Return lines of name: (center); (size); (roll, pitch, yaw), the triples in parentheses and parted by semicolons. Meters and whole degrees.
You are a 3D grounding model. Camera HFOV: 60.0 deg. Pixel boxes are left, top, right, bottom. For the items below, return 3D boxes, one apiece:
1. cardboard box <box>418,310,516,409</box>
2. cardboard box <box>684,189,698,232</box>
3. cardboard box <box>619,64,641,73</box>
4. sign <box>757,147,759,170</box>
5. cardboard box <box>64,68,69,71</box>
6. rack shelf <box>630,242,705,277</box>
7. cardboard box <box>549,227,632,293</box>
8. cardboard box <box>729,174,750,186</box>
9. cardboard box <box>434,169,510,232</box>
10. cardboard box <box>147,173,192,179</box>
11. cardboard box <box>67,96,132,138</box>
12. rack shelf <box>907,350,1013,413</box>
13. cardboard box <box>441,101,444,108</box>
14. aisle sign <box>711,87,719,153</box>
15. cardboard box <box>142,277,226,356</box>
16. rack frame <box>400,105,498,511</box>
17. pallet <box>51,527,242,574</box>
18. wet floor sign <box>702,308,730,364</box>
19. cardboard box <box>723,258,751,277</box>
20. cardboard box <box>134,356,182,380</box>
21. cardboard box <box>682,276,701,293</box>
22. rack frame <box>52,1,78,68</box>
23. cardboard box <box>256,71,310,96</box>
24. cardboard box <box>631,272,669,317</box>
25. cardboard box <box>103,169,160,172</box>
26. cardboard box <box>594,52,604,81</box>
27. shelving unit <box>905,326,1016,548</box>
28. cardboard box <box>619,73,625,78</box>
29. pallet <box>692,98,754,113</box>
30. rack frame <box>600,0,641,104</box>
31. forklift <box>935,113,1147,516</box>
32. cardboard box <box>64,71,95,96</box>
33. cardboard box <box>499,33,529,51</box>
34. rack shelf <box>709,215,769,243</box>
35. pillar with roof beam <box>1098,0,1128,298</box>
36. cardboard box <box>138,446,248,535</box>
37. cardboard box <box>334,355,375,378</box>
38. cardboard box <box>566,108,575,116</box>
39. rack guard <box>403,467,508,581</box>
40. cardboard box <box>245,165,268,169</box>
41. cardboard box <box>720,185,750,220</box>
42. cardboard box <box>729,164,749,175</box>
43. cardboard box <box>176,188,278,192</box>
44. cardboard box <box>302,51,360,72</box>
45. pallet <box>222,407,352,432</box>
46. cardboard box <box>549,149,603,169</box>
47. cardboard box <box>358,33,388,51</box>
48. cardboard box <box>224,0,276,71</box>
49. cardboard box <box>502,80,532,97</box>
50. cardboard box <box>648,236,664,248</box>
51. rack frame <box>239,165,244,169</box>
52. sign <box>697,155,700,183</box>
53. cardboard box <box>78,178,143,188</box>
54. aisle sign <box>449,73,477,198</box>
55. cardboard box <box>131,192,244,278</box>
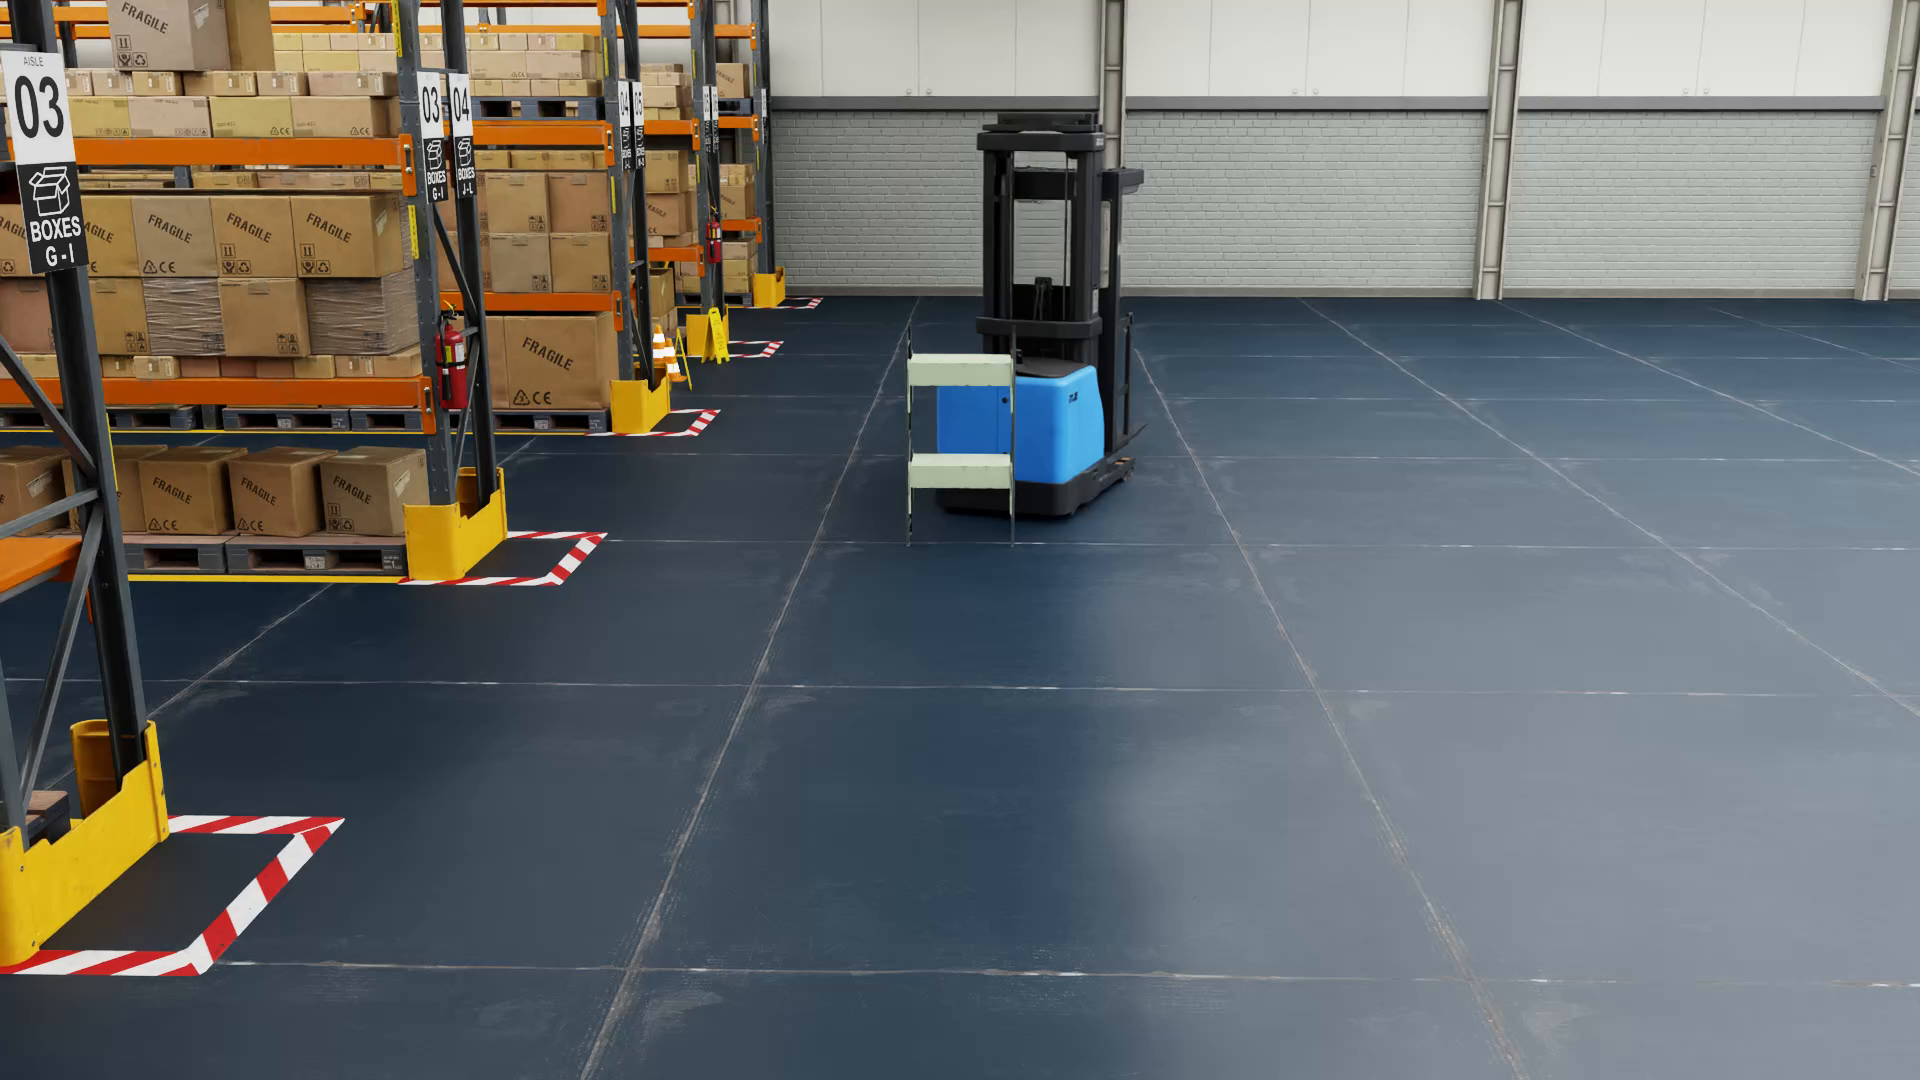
cardboard box: (-4.679, -1.767, 15.999); (0.875, 0.875, 0.875); (0, 15, 1)
cardboard box: (-3.560, -4.127, 20.825); (0.500, 0.500, 0.500); (0, 15, 1)
cardboard box: (-5.025, -6.865, 24.880); (0.637, 0.503, 0.797); (1, 15, 3)
sign: (-2.999, -5.663, 24.692); (0.005, 0.325, 0.100); (0, 15, 1)
cardboard box: (-8.358, -4.206, 15.295); (0.500, 0.250, 0.500); (0, 15, 1)
rack shelf: (-5.093, -3.527, 20.737); (4.000, 0.370, 1.077); (0, 15, 1)
cardboard box: (-3.491, -2.662, 15.755); (0.550, 0.550, 0.875); (0, 15, 1)
cardboard box: (-3.325, -5.420, 25.036); (0.250, 0.149, 0.380); (1, 15, 2)
cardboard box: (-4.598, -3.224, 15.768); (0.550, 0.550, 0.875); (0, 15, 1)
cardboard box: (-9.595, -4.243, 20.441); (0.500, 0.500, 0.500); (1, 15, 2)
cardboard box: (-5.350, -2.660, 10.457); (0.500, 0.250, 0.500); (0, 15, 0)
rack shelf: (0.007, -1.102, 11.549); (0.720, 0.370, 0.431); (0, 15, 1)
cardboard box: (-6.144, -5.335, 20.014); (0.500, 0.250, 0.500); (0, 15, 1)
aisle sign: (-3.024, -5.197, 20.562); (0.004, 0.787, 0.394); (0, 15, 1)
cardboard box: (-4.898, -1.524, 10.957); (0.500, 0.500, 0.875); (0, 15, 1)
rack frame: (-3.347, -1.334, 11.017); (0.127, 3.000, 1.000); (0, 15, 1)
pallet: (-5.451, -0.009, 11.461); (1.213, 0.211, 1.003); (0, 15, 1)
wet floor sign: (-2.931, -2.449, 19.857); (0.232, 0.644, 0.267); (6, 16, 21)
cardboard box: (-3.465, -4.166, 25.337); (0.500, 0.250, 0.500); (0, 15, 1)
cardboard box: (-5.139, -1.145, 10.792); (0.250, 0.149, 0.380); (0, 15, 1)
cardboard box: (-3.946, -3.929, 25.418); (0.500, 0.250, 0.500); (0, 15, 1)
rack frame: (-11.091, -6.814, 20.028); (0.127, 3.000, 1.000); (0, 15, 1)
cardboard box: (-4.166, -2.832, 10.328); (0.250, 0.149, 0.380); (0, 15, -1)
cardboard box: (-3.902, -3.036, 20.565); (0.500, 0.500, 0.500); (0, 15, 2)
cardboard box: (-12.605, -5.396, 25.386); (0.637, 0.503, 0.797); (0, 15, 0)
cardboard box: (-3.595, -4.440, 15.601); (0.500, 0.250, 0.500); (0, 15, 1)
shelving unit: (0.007, -0.725, 11.649); (0.755, 1.500, 0.431); (0, 15, 1)
cardboard box: (-3.952, -5.511, 19.898); (0.250, 0.149, 0.380); (0, 15, 1)
pallet: (-3.677, -6.546, 25.065); (1.213, 0.211, 1.003); (0, 15, 1)
rack frame: (-3.119, -5.499, 15.043); (0.127, 3.000, 1.000); (0, 15, 1)
forklift: (0.819, -1.926, 13.394); (1.130, 2.935, 3.031); (6, 16, 20)
cardboard box: (-5.466, -2.858, 10.426); (0.250, 0.149, 0.380); (1, 15, 3)
cardboard box: (-3.971, -4.484, 14.984); (0.250, 0.149, 0.380); (1, 15, 2)
rack shelf: (-4.970, -4.792, 25.535); (4.000, 0.370, 1.077); (0, 15, 1)
pillar with roof beam: (2.244, -7.125, 21.207); (0.400, 9.000, 9.100); (0, 15, 1)
cardboard box: (-5.195, -0.341, 11.329); (0.500, 0.500, 0.500); (2, 15, 7)
cardboard box: (-3.887, -1.164, 10.863); (0.250, 0.149, 0.380); (0, 15, 1)
cardboard box: (-4.737, -5.137, 20.042); (0.250, 0.149, 0.380); (0, 15, 0)
rack guard: (-3.423, -0.126, 11.337); (0.348, 0.500, 1.175); (0, 15, 1)
cardboard box: (-8.524, -4.539, 20.289); (0.250, 0.149, 0.380); (0, 15, -1)
cardboard box: (-3.470, -5.112, 25.139); (0.500, 0.500, 0.500); (0, 15, 0)
cardboard box: (-3.334, -5.582, 25.065); (0.250, 0.149, 0.380); (0, 15, 2)
cardboard box: (-4.889, -2.091, 11.146); (0.500, 0.500, 0.500); (0, 15, 1)
cardboard box: (-5.628, -4.317, 15.134); (0.500, 0.250, 0.500); (0, 15, 1)
pallet: (-6.360, -1.251, 16.169); (1.213, 0.211, 1.003); (0, 15, 1)
cardboard box: (-4.628, -4.467, 20.152); (0.500, 0.500, 0.700); (0, 15, 1)
cardboard box: (-5.242, -4.491, 15.014); (0.250, 0.149, 0.380); (0, 15, 1)
cardboard box: (-4.824, -3.297, 10.817); (0.500, 0.500, 0.500); (0, 15, 1)
cardboard box: (-3.969, -4.098, 15.085); (0.250, 0.149, 0.380); (1, 15, 2)
cardboard box: (-3.729, -3.661, 20.329); (0.250, 0.149, 0.380); (0, 15, 1)
rack frame: (-10.968, -5.179, 25.591); (0.127, 3.000, 1.000); (0, 15, 1)
sign: (-3.128, -4.433, 19.872); (0.005, 0.325, 0.100); (0, 15, 1)
cardboard box: (-8.129, -3.161, 15.784); (0.500, 0.500, 0.700); (0, 15, 0)
aisle sign: (-3.277, -2.667, 10.973); (0.004, 0.787, 0.394); (0, 15, 1)
cardboard box: (-4.903, -1.956, 10.635); (0.500, 0.500, 0.500); (0, 15, 1)
